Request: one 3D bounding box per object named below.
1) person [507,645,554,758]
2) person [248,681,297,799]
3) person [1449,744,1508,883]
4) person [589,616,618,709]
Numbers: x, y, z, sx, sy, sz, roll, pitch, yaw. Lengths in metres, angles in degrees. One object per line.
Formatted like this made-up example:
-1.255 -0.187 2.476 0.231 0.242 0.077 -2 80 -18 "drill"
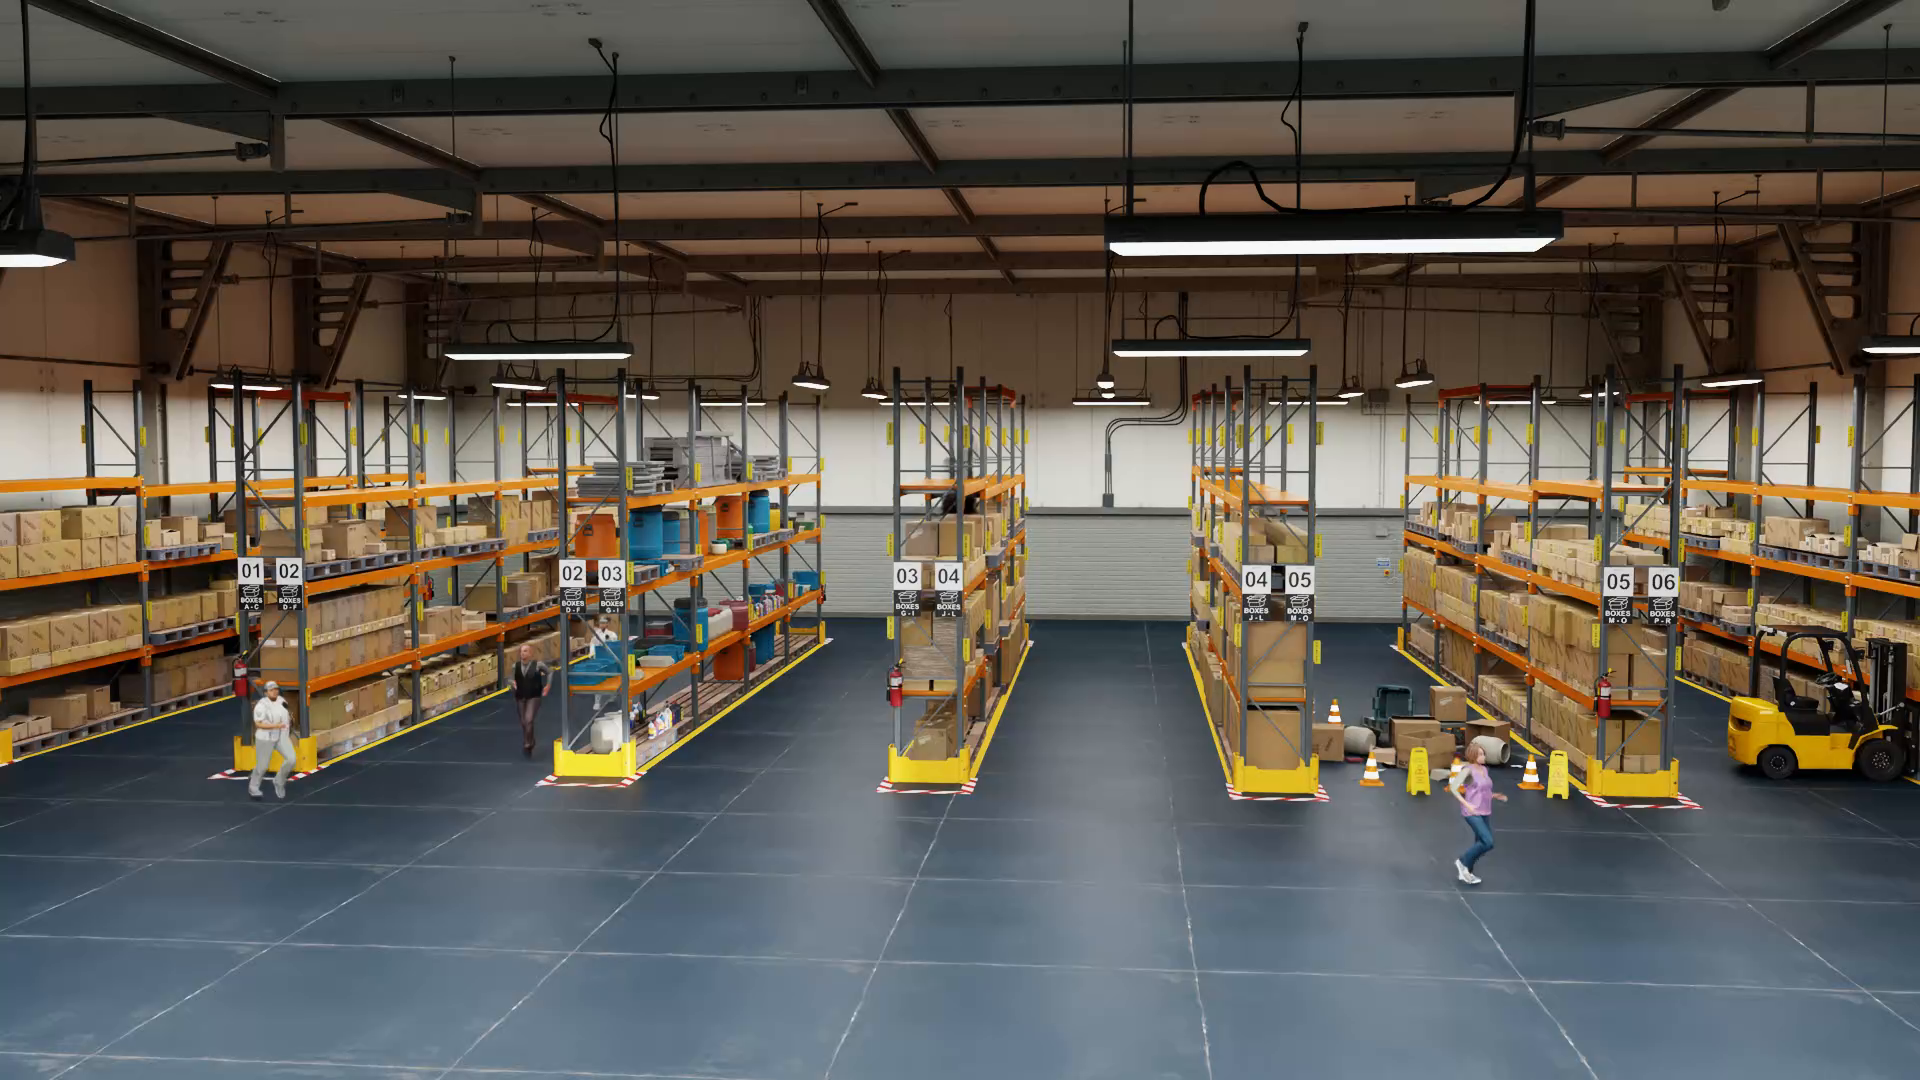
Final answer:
-6.804 2.577 26.229 0.659 1.676 0.751 0 4 7 "person"
-9.452 2.749 22.923 0.816 1.646 0.618 3 5 38 "person"
5.786 3.060 18.503 0.527 1.559 0.550 -4 5 -45 "person"
-6.577 2.229 30.708 0.611 1.676 0.940 0 4 3 "person"
